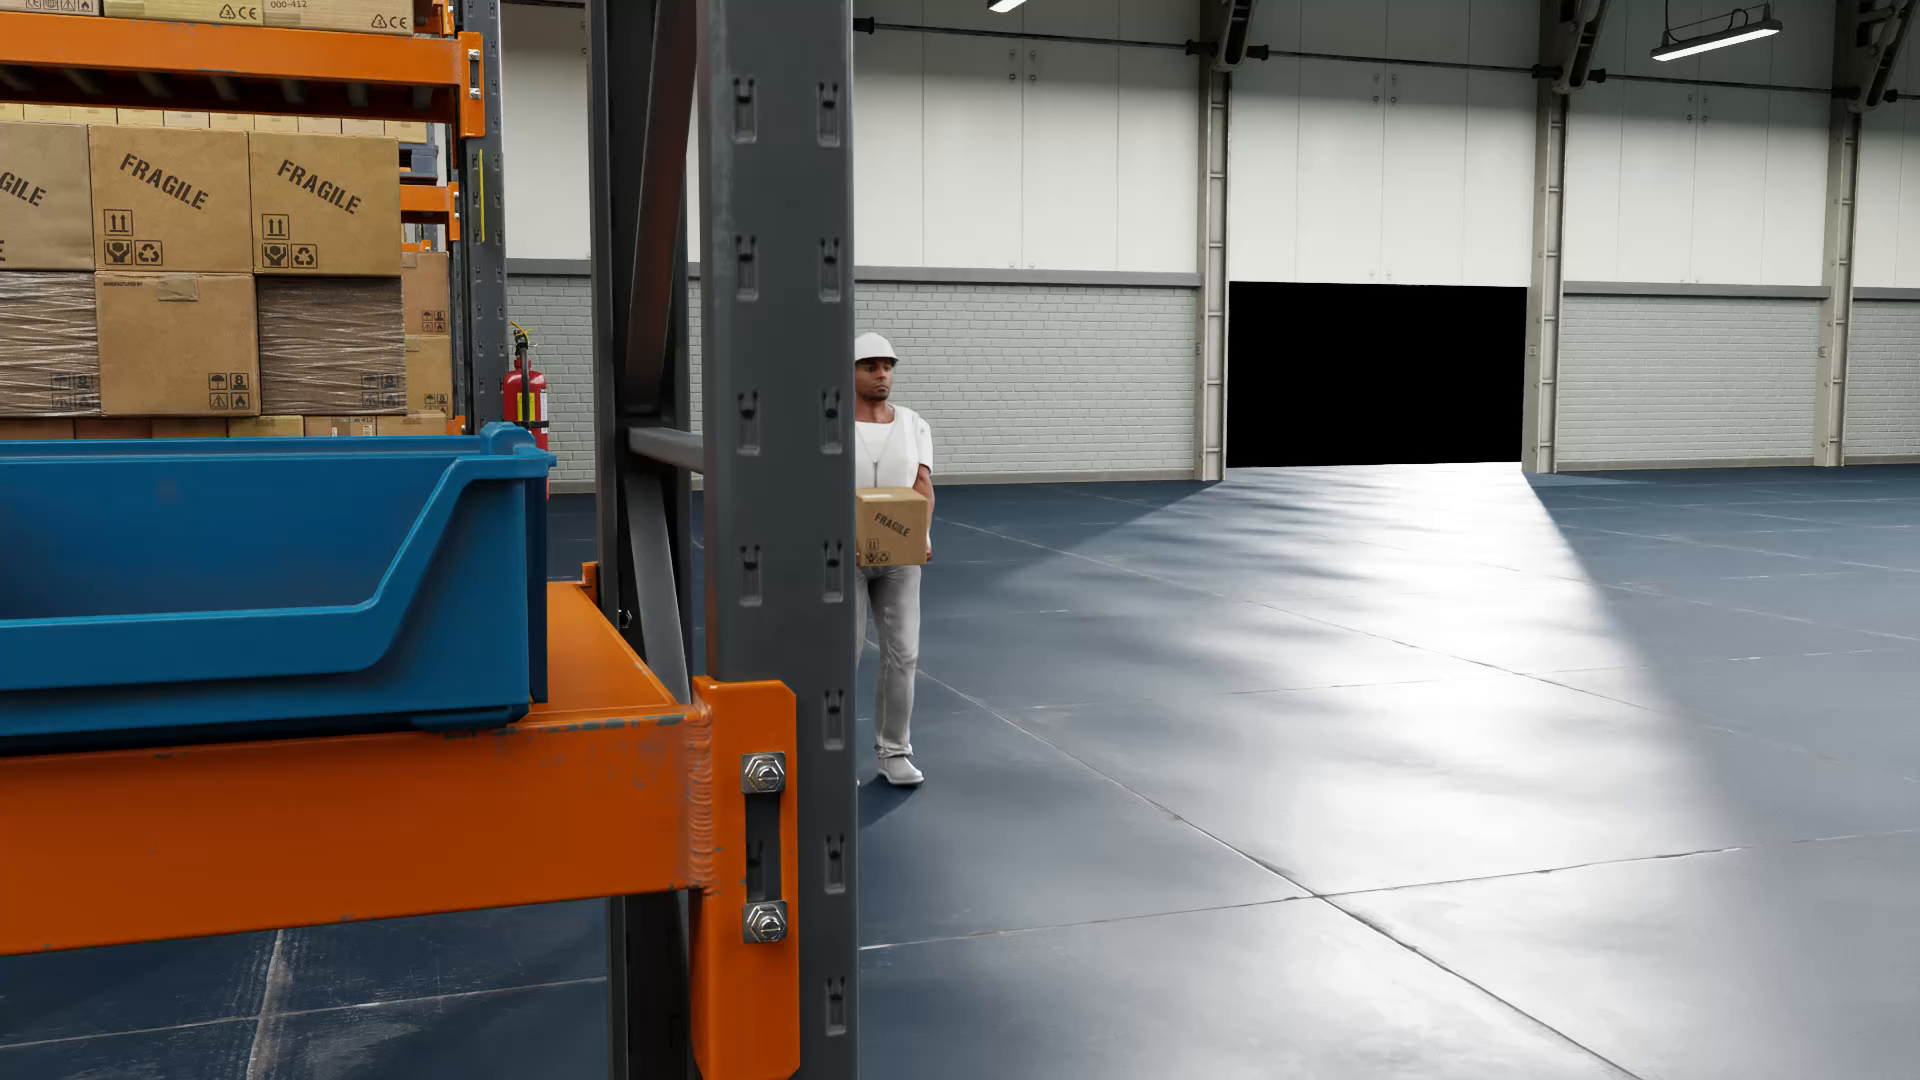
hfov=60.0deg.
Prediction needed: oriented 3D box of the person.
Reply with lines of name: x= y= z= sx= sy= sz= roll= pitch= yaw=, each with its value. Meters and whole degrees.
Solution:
person: x=-0.319 y=0.080 z=6.448 sx=0.503 sy=1.760 sz=0.577 roll=-2 pitch=6 yaw=-18
